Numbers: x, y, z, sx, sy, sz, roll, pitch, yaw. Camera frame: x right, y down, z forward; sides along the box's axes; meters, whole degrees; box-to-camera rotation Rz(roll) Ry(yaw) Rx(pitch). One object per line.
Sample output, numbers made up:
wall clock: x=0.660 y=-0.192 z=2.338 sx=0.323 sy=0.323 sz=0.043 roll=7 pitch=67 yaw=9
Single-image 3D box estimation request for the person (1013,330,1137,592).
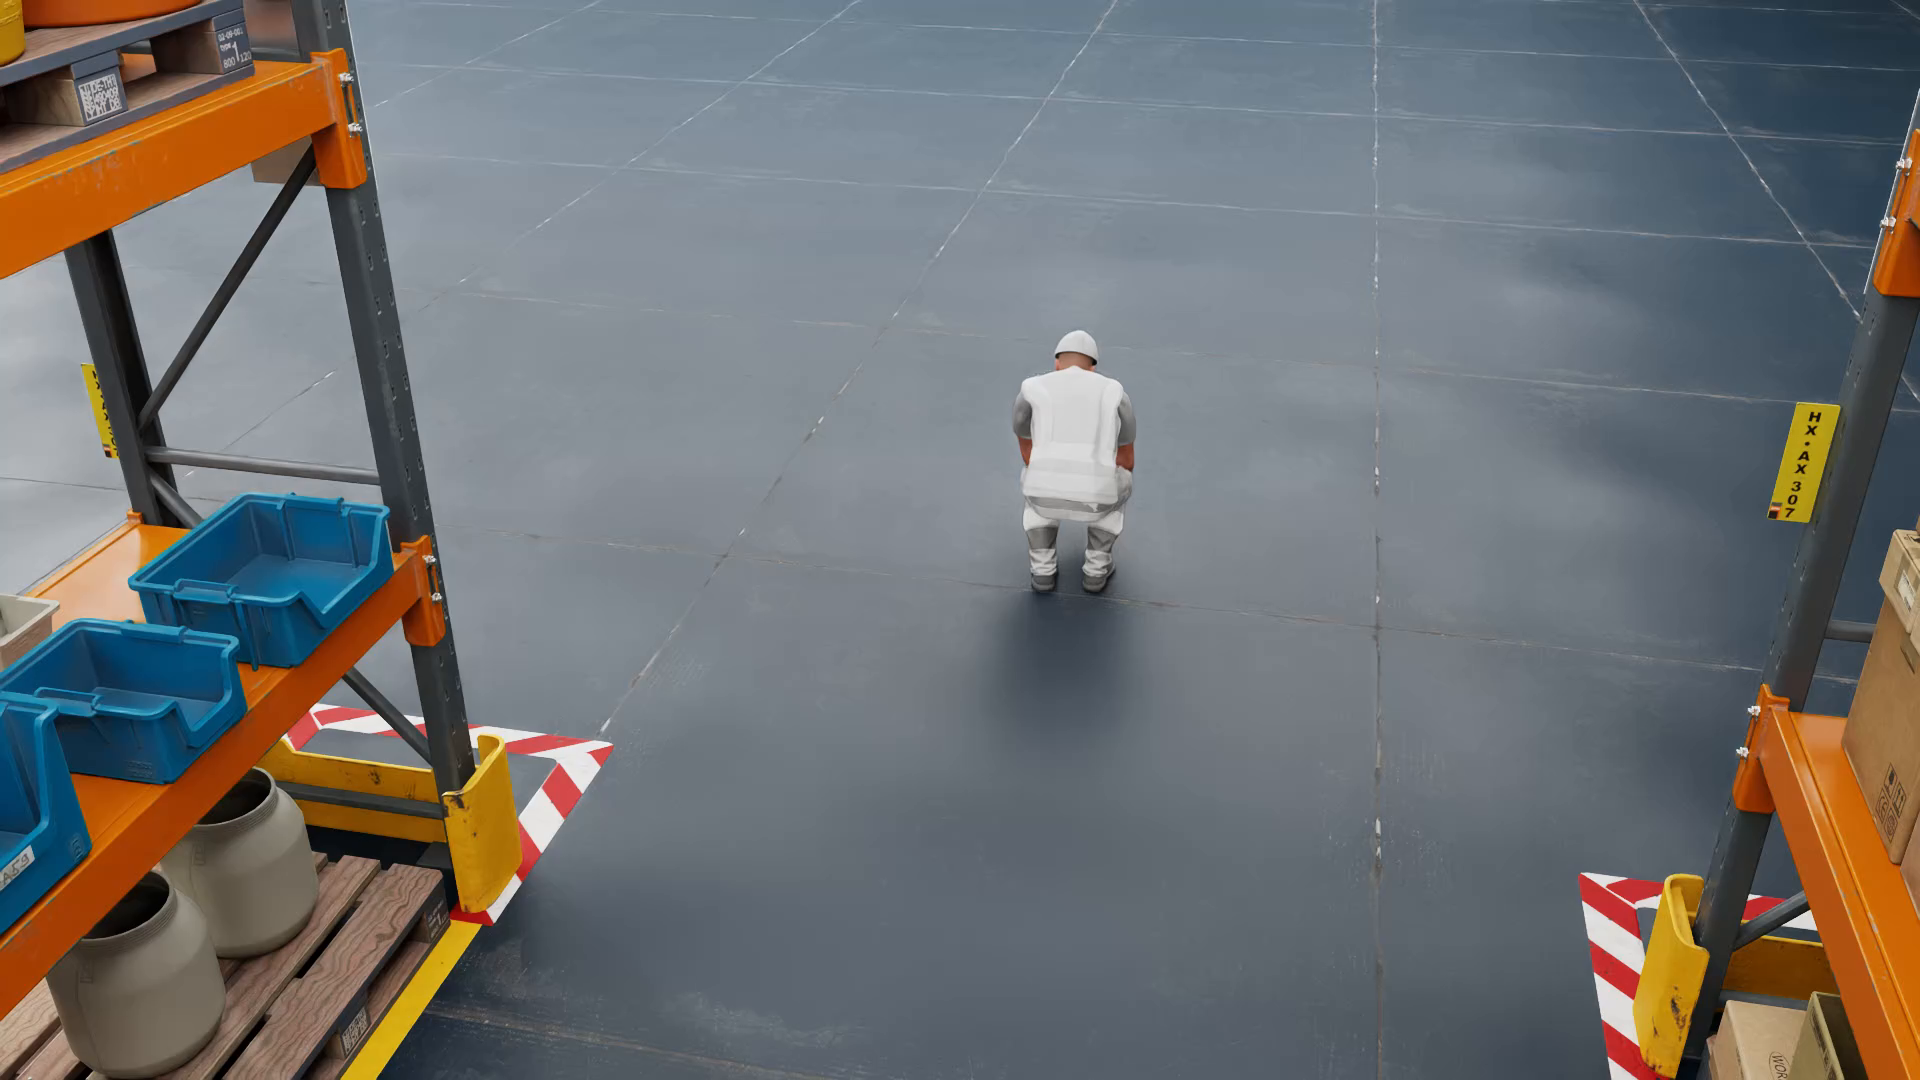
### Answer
person: x=0.496 y=-0.331 z=7.479 sx=0.570 sy=1.056 sz=0.867 roll=6 pitch=29 yaw=10
